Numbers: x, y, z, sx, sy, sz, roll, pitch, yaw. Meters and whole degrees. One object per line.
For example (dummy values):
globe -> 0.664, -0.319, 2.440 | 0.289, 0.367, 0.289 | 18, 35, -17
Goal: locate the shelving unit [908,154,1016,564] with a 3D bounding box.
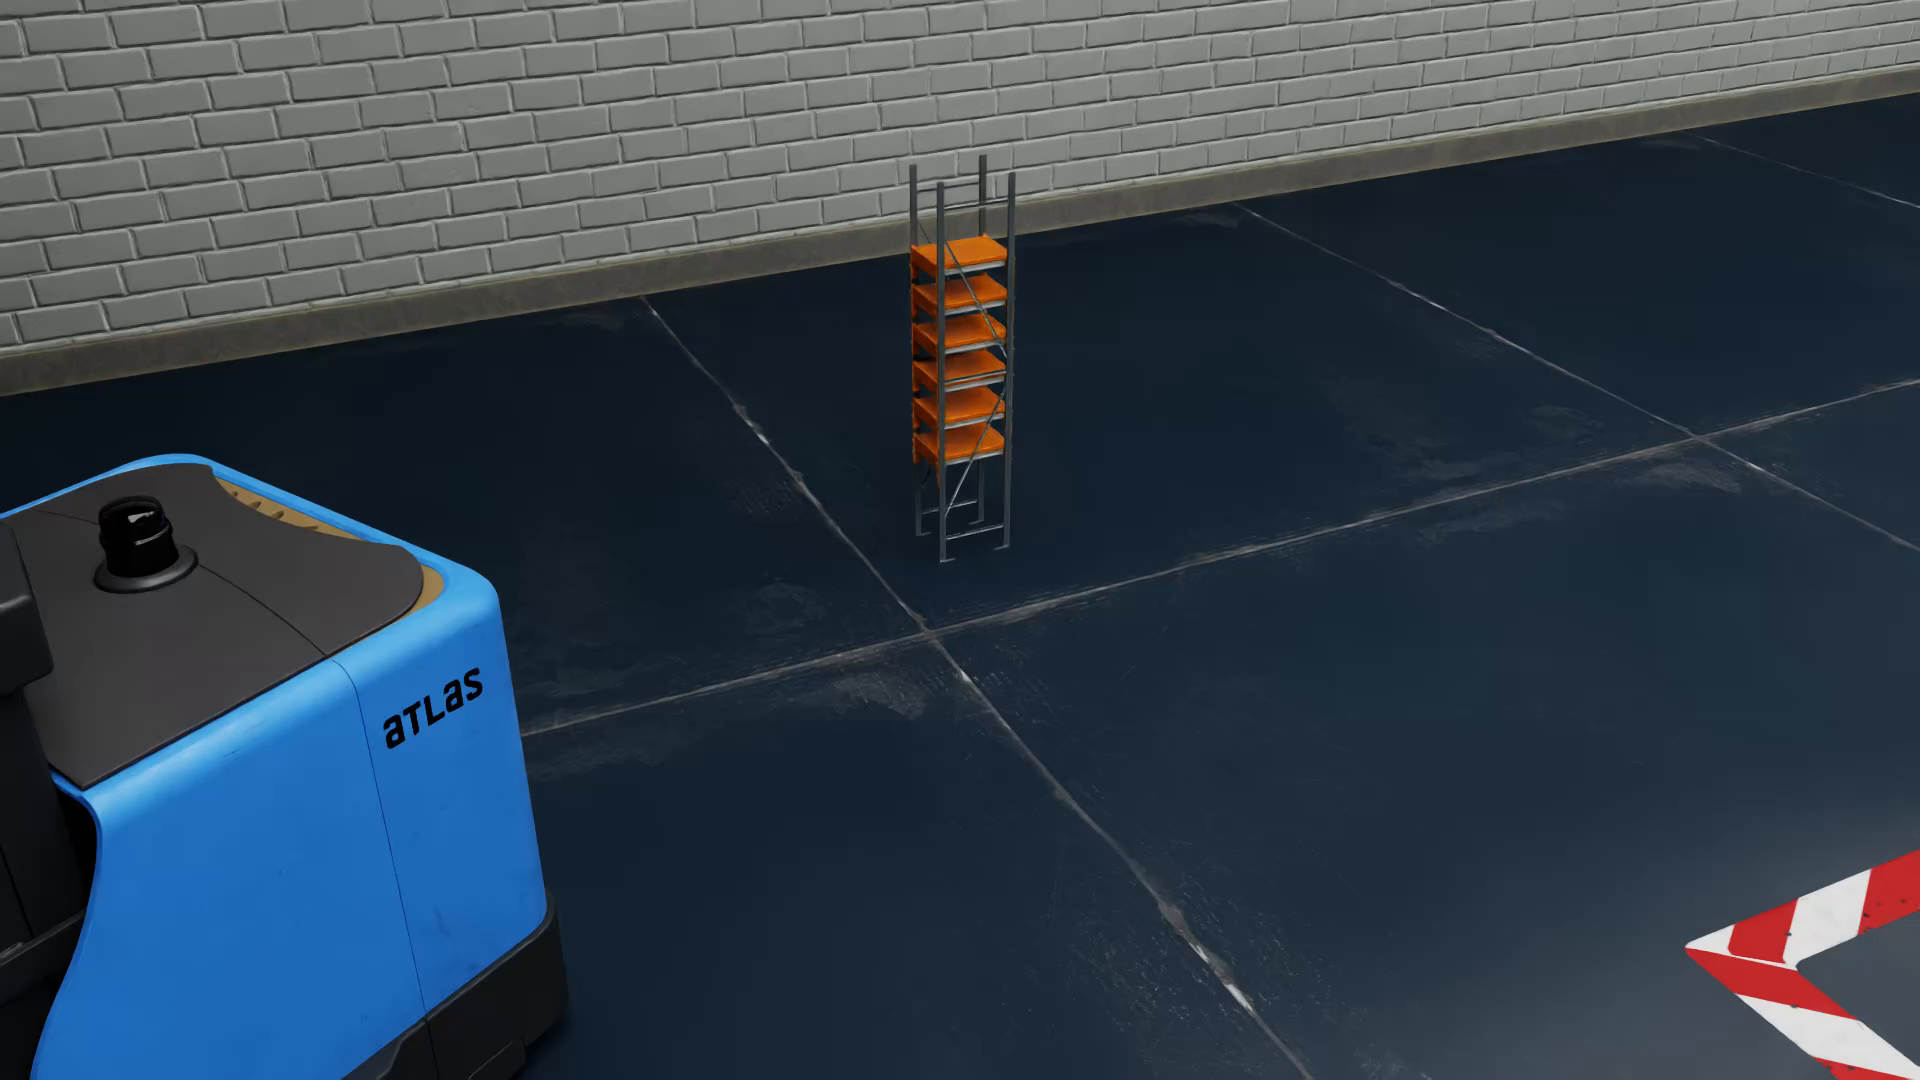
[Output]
shelving unit -> 0.006, -0.517, 4.945 | 0.258, 1.200, 0.189 | -13, 32, -22

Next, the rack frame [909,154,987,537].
rack frame -> -0.033, -0.557, 5.017 | 0.240, 1.200, 0.006 | -13, 32, -22

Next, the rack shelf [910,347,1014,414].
rack shelf -> 0.006, -0.478, 4.967 | 0.258, 0.103, 0.180 | -13, 32, -22

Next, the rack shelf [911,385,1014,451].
rack shelf -> 0.006, -0.374, 5.026 | 0.258, 0.103, 0.180 | -13, 32, -22

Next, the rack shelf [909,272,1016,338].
rack shelf -> 0.006, -0.688, 4.849 | 0.258, 0.103, 0.180 | -13, 32, -22

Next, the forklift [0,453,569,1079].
forklift -> -2.050, 0.187, 1.920 | 1.130, 2.935, 3.031 | 18, 34, 30

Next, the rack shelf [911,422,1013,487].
rack shelf -> 0.006, -0.269, 5.084 | 0.258, 0.103, 0.180 | -13, 32, -22

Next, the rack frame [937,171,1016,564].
rack frame -> 0.046, -0.477, 4.873 | 0.240, 1.200, 0.006 | -13, 32, -22

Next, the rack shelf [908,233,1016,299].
rack shelf -> 0.006, -0.792, 4.791 | 0.258, 0.103, 0.180 | -13, 32, -22

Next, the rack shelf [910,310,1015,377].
rack shelf -> 0.006, -0.583, 4.908 | 0.258, 0.103, 0.180 | -13, 32, -22
